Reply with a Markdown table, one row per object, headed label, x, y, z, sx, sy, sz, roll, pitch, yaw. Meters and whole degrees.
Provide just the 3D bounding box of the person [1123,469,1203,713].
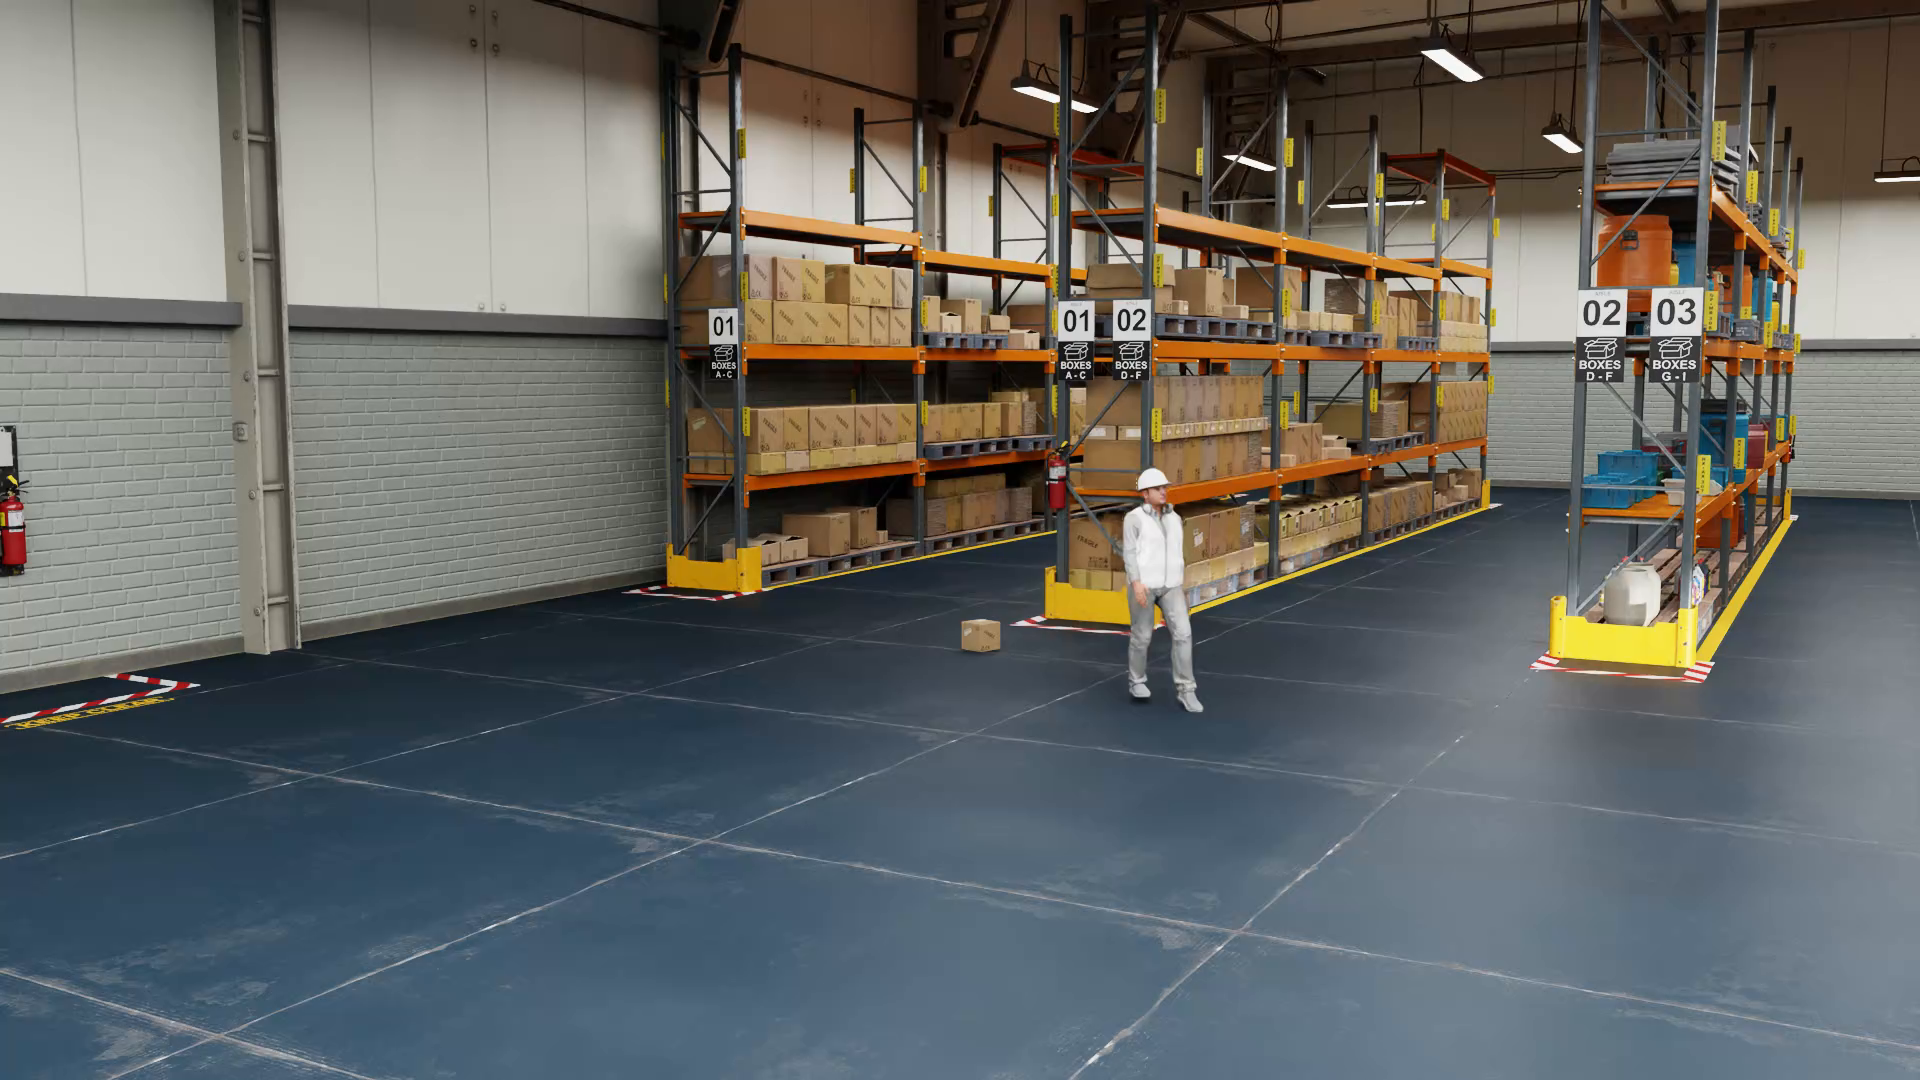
| label | x | y | z | sx | sy | sz | roll | pitch | yaw |
| --- | --- | --- | --- | --- | --- | --- | --- | --- | --- |
| person | 1.494 | 0.371 | 12.462 | 0.548 | 1.800 | 0.769 | -2 | 6 | -20 |
